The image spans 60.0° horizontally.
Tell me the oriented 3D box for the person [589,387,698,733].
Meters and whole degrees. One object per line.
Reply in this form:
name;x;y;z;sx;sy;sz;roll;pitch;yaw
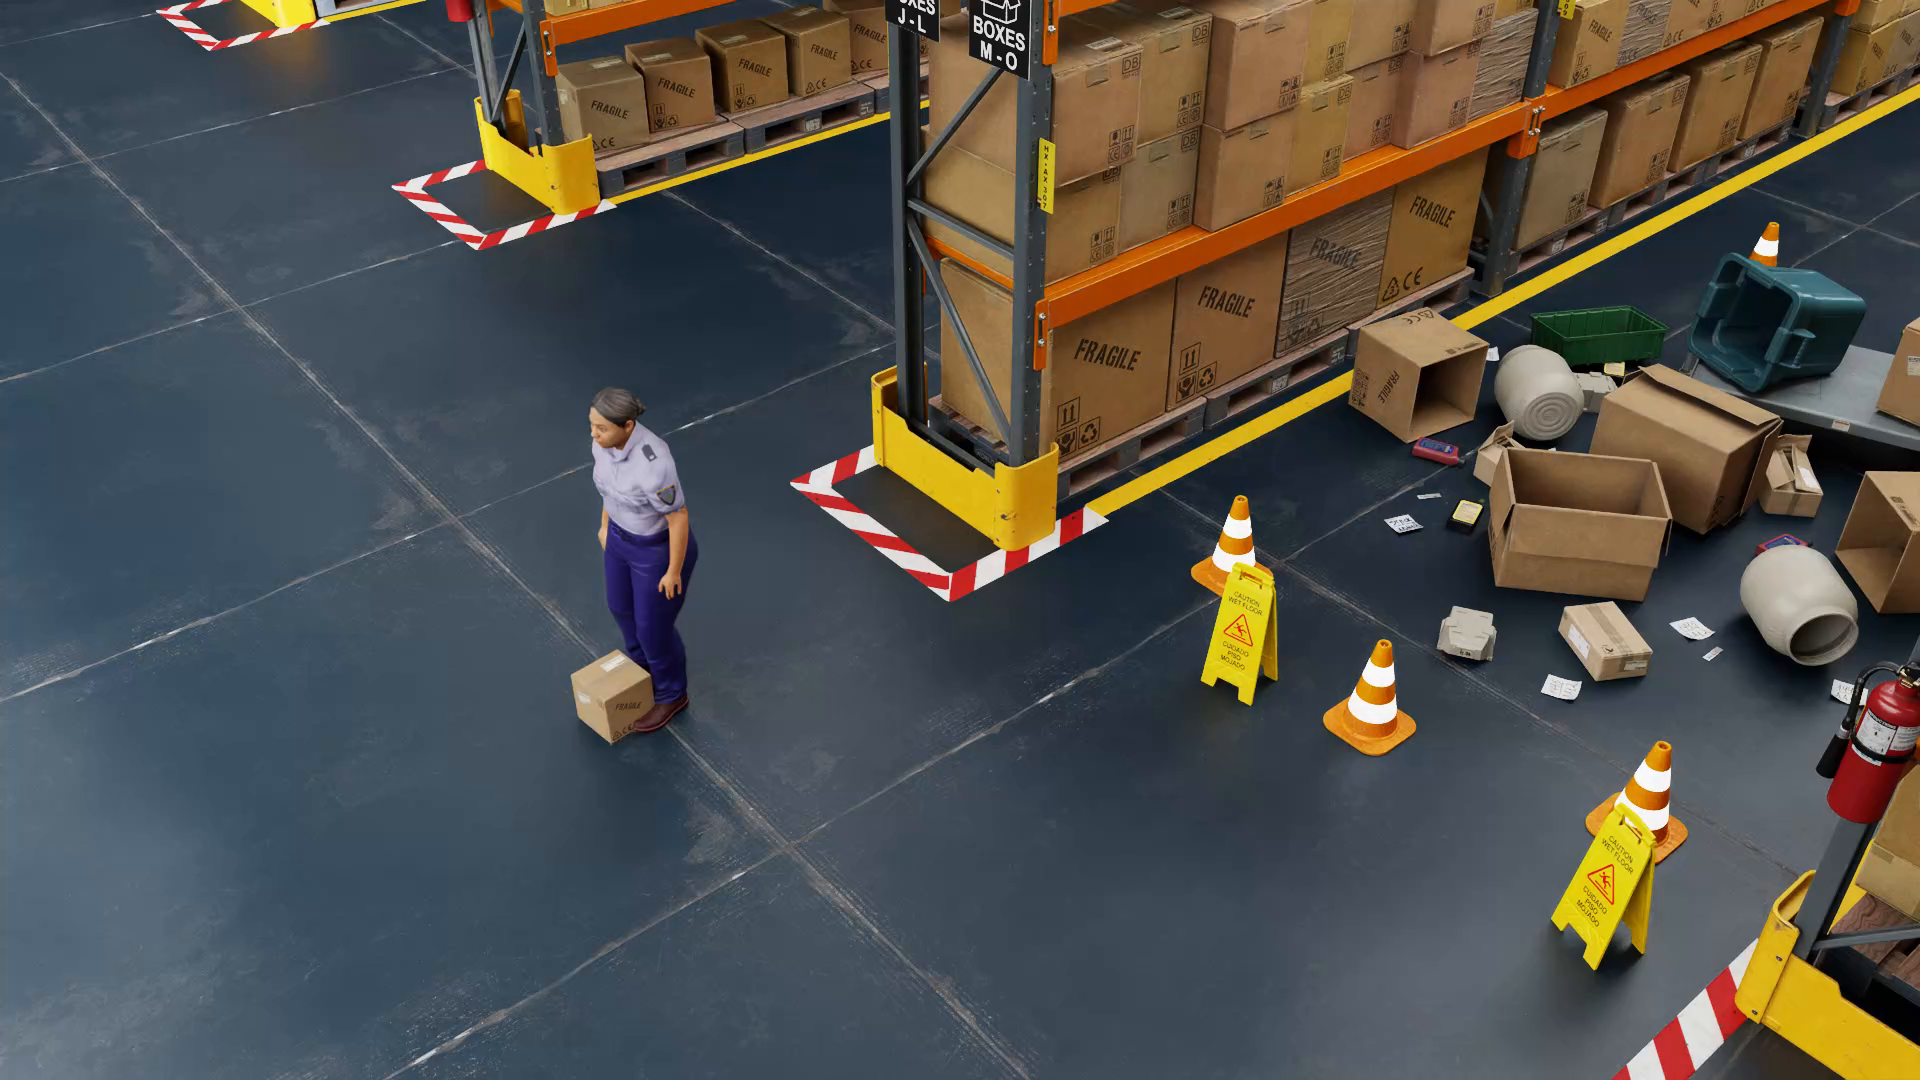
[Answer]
person;-1.362;0.045;7.021;0.426;1.651;0.562;-29;45;-34
